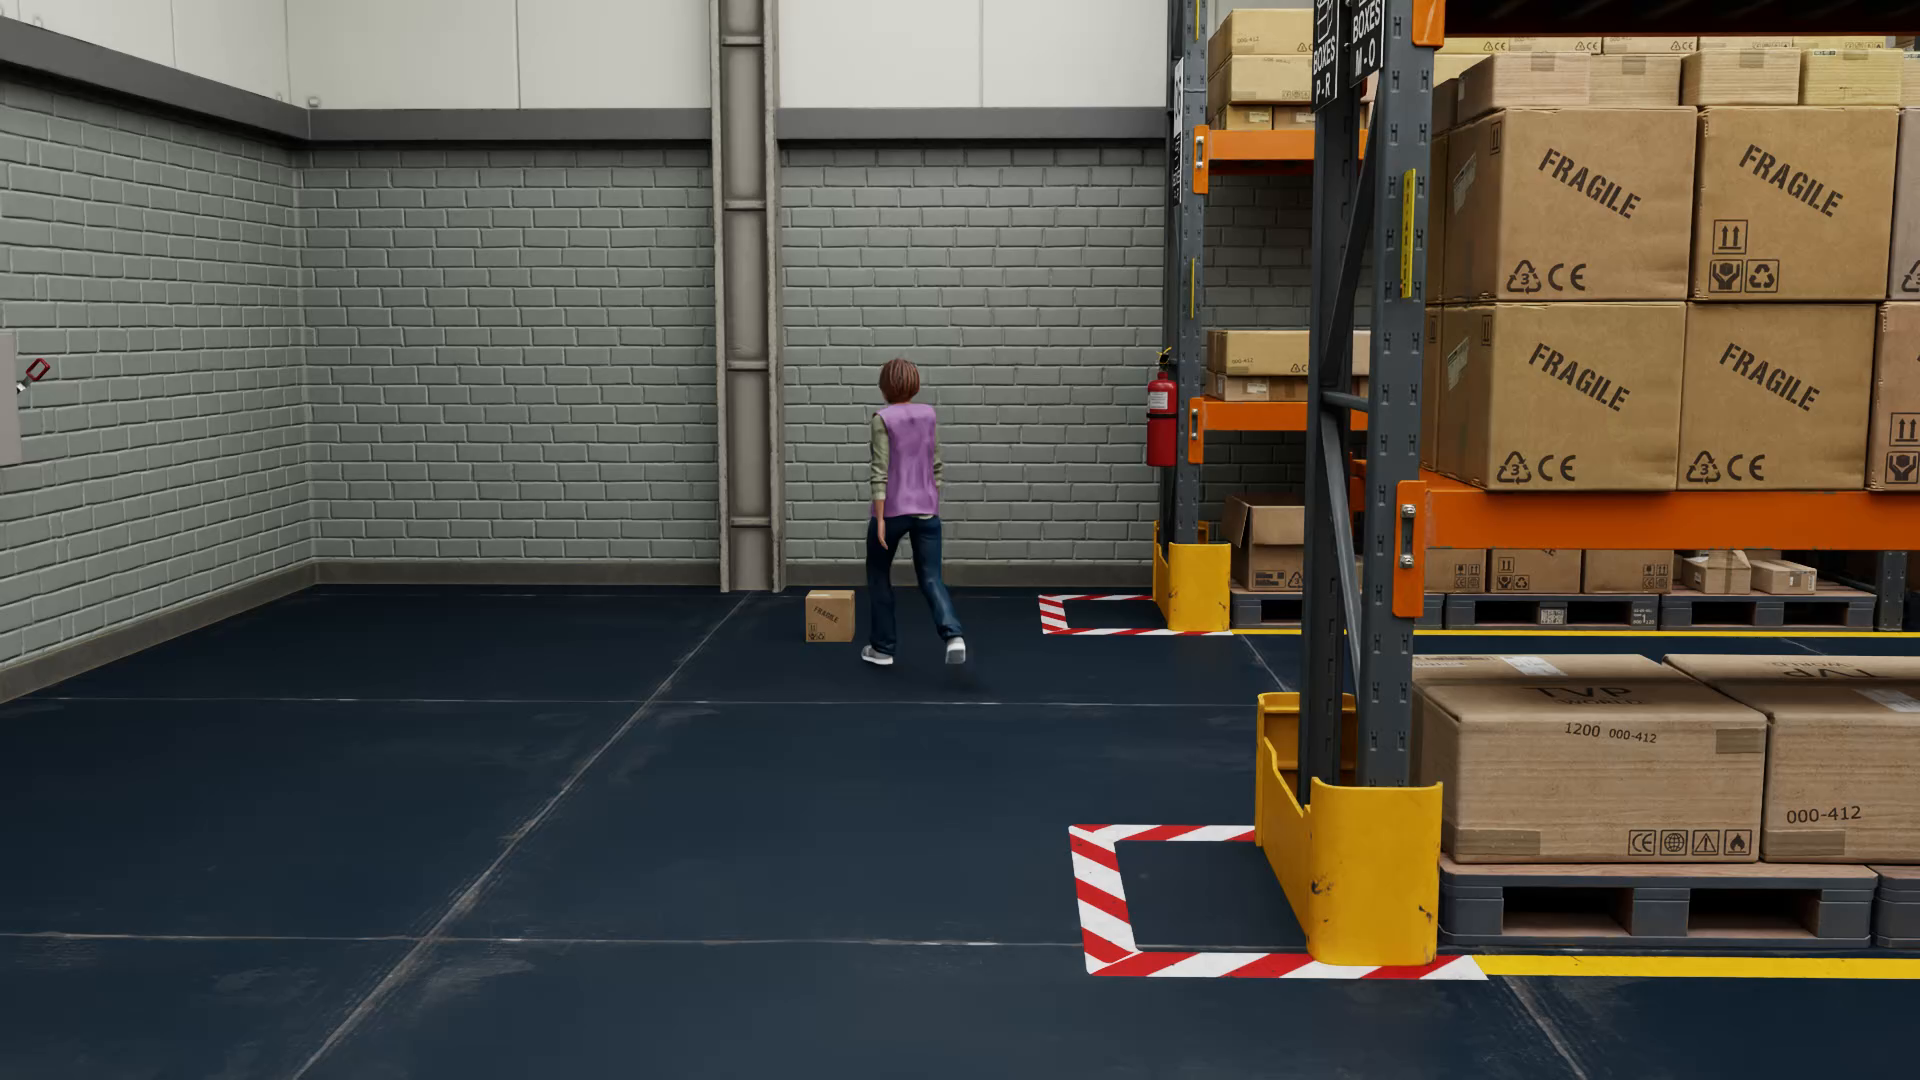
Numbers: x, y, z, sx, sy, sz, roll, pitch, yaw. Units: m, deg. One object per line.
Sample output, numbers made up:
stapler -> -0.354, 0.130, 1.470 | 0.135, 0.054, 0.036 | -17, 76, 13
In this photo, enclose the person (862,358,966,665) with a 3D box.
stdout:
person -> -0.245, -0.109, 8.236 | 0.425, 1.541, 0.833 | -4, 8, -26
